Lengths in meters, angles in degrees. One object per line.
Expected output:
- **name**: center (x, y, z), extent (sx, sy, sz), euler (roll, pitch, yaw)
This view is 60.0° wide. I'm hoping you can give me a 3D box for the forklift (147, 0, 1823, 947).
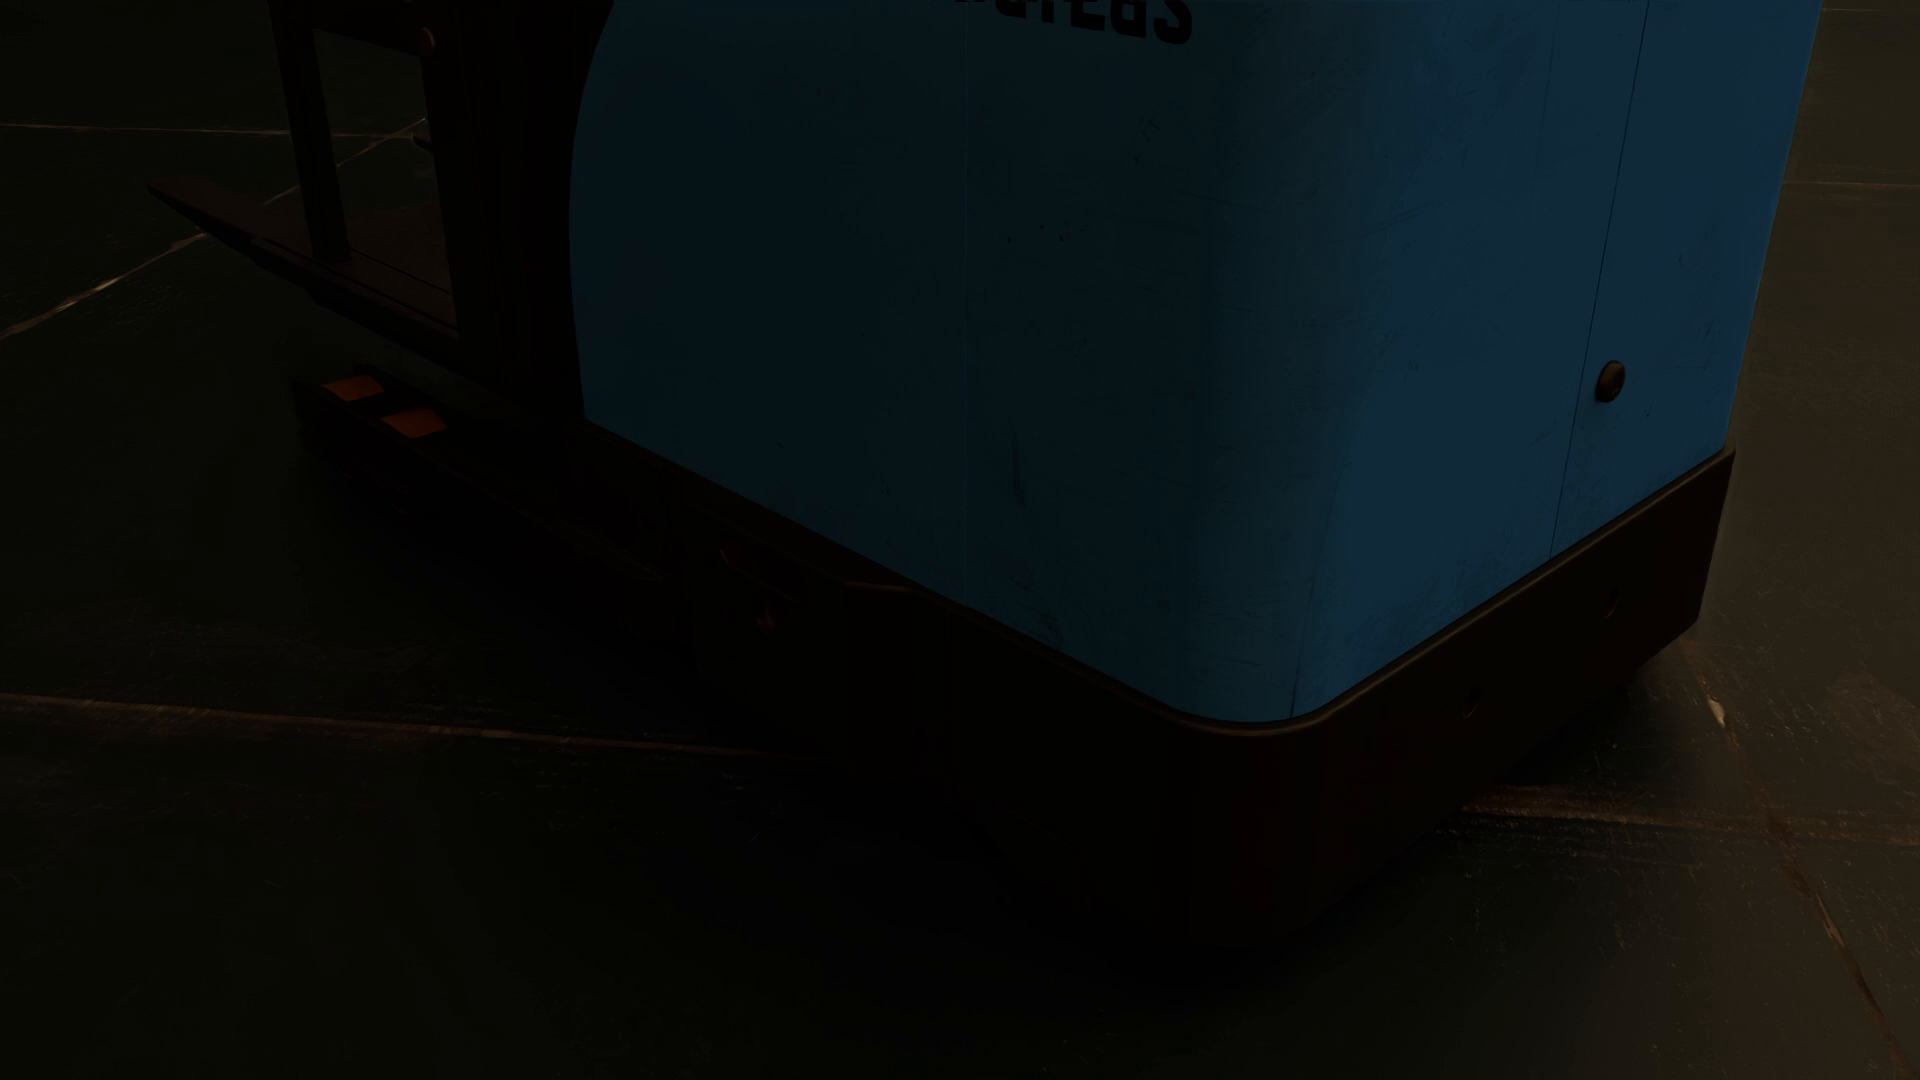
- **forklift**: center (-0.426, -1.490, 2.204), extent (1.130, 2.935, 3.031), euler (-23, 35, -39)
